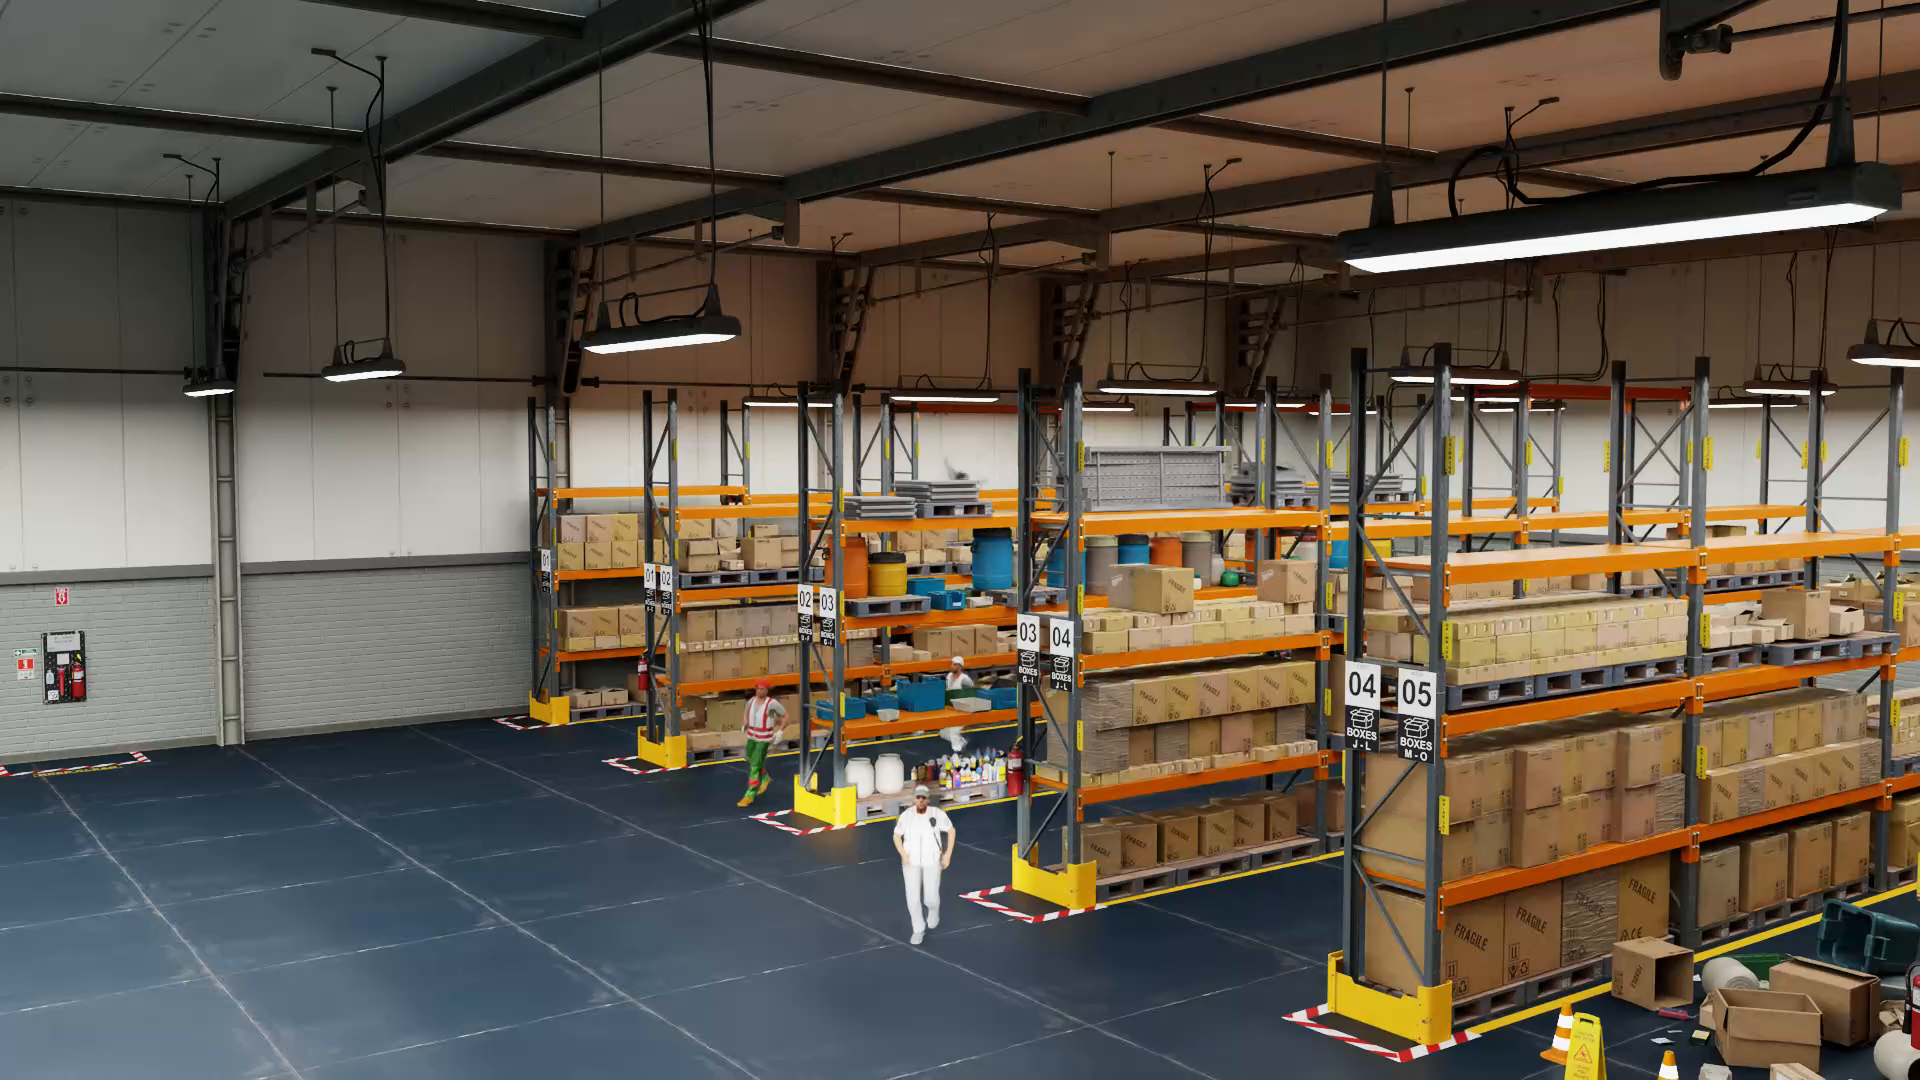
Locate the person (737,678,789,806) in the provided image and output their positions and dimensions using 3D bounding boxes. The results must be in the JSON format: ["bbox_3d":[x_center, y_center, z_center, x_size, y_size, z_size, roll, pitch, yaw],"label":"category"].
[{"bbox_3d":[-2.820,2.859,23.783,0.711,1.782,0.899,2,4,29],"label":"person"}]

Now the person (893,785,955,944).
[{"bbox_3d":[-0.376,3.343,17.241,0.643,1.632,0.576,0,3,3],"label":"person"}]

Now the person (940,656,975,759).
[{"bbox_3d":[-0.036,2.722,26.583,0.639,1.741,0.587,3,5,42],"label":"person"}]
